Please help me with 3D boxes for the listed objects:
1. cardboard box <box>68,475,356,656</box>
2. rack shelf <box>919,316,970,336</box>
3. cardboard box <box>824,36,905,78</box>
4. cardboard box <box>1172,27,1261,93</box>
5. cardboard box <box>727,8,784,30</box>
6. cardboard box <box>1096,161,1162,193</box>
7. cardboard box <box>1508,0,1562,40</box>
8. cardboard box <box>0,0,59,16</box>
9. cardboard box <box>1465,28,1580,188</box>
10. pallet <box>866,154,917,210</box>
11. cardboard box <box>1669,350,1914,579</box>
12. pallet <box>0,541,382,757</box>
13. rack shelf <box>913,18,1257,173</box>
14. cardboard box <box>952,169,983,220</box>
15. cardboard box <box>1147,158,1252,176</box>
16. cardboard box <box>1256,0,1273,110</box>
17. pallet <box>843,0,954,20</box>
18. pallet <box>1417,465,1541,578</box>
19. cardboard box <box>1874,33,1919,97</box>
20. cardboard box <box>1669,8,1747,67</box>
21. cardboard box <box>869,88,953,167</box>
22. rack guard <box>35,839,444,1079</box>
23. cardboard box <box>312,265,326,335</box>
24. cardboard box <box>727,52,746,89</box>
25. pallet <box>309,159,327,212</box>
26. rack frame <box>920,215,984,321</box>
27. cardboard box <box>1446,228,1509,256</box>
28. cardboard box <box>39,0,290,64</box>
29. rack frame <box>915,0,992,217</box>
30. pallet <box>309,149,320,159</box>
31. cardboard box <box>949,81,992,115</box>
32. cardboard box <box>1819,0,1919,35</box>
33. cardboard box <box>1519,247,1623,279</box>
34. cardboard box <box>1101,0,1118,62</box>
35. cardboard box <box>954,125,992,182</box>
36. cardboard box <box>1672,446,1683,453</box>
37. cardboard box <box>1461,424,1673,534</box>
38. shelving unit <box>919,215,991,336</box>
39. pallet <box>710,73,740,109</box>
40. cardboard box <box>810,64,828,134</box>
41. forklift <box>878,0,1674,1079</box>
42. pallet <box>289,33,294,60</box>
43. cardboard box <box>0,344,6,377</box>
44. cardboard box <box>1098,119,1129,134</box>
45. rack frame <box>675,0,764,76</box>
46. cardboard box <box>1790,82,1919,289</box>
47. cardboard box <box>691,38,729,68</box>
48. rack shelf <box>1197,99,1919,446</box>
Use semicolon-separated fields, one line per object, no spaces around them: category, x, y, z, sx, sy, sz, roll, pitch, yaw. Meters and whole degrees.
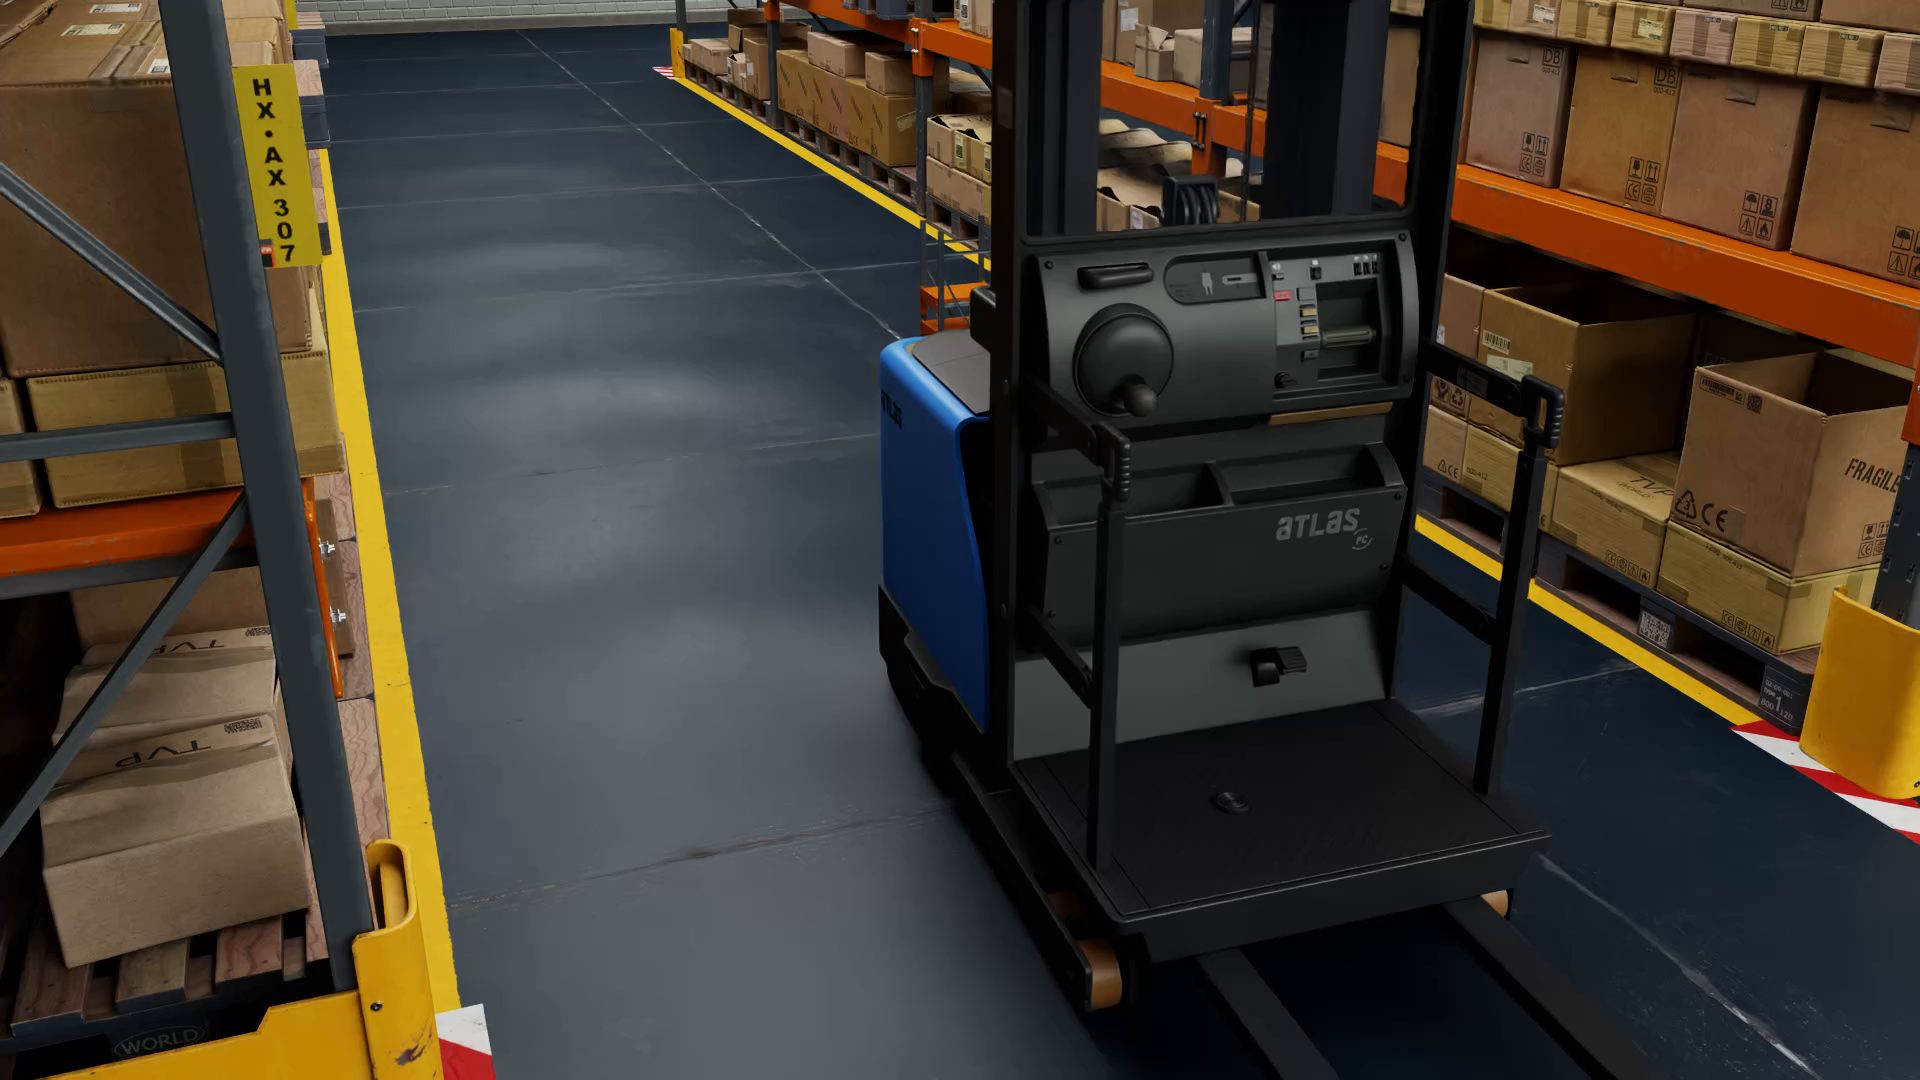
cardboard box;-2.197;0.071;4.870;0.700;0.500;0.500;-10;25;-22
rack shelf;0.005;-0.728;5.929;0.258;0.103;0.180;-8;24;-19
cardboard box;-0.755;-3.816;13.129;0.500;0.250;0.500;-9;24;-20
cardboard box;1.382;-2.372;8.208;0.500;0.250;0.500;-7;24;-16
cardboard box;-2.220;-5.515;18.125;0.500;0.500;0.500;-8;24;-19
cardboard box;0.822;-1.930;9.245;0.500;0.311;0.500;-8;24;-19
cardboard box;2.147;-1.835;5.779;0.380;0.149;0.250;-9;24;-20
cardboard box;-2.522;-1.116;4.237;0.500;0.500;0.500;-8;24;-18
cardboard box;2.307;-1.594;6.041;0.700;0.500;0.500;-8;24;-17
pallet;-0.045;-2.713;12.414;1.003;0.211;1.213;-8;24;-19
cardboard box;2.542;-0.240;4.992;0.500;0.500;0.500;-8;24;-19
pallet;-2.331;0.381;5.073;1.003;0.211;1.213;-8;24;-19
rack shelf;0.890;-2.663;9.632;1.077;0.370;4.000;-8;24;-19
cardboard box;0.272;-2.235;10.689;0.500;0.250;0.500;-9;24;-20
cardboard box;1.328;-2.008;9.428;0.500;0.311;0.500;-9;25;-21
cardboard box;1.759;-2.154;7.369;0.700;0.500;0.500;-9;24;-20
pallet;-0.121;-3.869;11.816;1.213;0.211;1.003;-8;24;-19
pallet;2.273;-0.244;6.557;1.003;0.211;1.213;-8;24;-19
cardboard box;2.697;-1.272;4.442;0.380;0.149;0.250;-9;24;-20
cardboard box;2.426;-1.552;5.105;0.380;0.149;0.250;-8;24;-18
cardboard box;-0.366;-3.080;12.347;0.500;0.500;0.500;-7;24;-17
rack guard;-1.650;0.991;3.255;1.175;0.500;0.348;-8;24;-19
cardboard box;-1.870;-0.667;4.138;0.500;0.250;0.500;-9;24;-20
cardboard box;-1.961;-4.579;16.147;0.500;0.311;0.500;-8;24;-19
pallet;-5.084;-2.495;11.897;1.003;0.211;1.213;-8;24;-19
rack frame;-0.027;-0.581;6.083;0.240;1.200;0.006;-8;24;-19
cardboard box;1.821;-0.965;6.712;0.500;0.500;0.500;-8;24;-19
cardboard box;-1.852;-1.003;3.970;0.500;0.500;0.500;-9;25;-21
rack frame;0.184;-3.721;11.217;1.000;3.000;0.127;-8;24;-19
pallet;-5.519;-2.939;12.950;1.003;0.211;1.213;-8;24;-19
cardboard box;0.100;-3.166;12.552;0.500;0.500;0.500;-9;25;-21
cardboard box;2.838;-1.649;4.501;0.700;0.500;0.500;-8;24;-19
cardboard box;2.501;-0.857;6.456;0.500;0.500;0.500;-8;24;-19
cardboard box;0.978;-2.969;9.302;0.500;0.500;0.500;-8;24;-19
cardboard box;0.287;-2.486;10.563;0.500;0.311;0.500;-9;24;-20
cardboard box;2.672;-0.329;6.168;0.500;0.250;0.500;-8;24;-19
cardboard box;2.178;-0.257;5.996;0.500;0.250;0.500;-8;24;-19
shelving unit;0.005;-0.548;6.005;0.258;1.200;0.189;-8;24;-19
pallet;-1.906;-4.583;16.853;1.003;0.211;1.213;-8;24;-19
cardboard box;-0.918;-3.641;13.679;0.500;0.500;0.500;-8;24;-18
forklift;0.688;-0.468;3.587;1.130;2.935;3.031;-7;24;-17
pallet;-3.712;-2.238;7.945;1.003;0.211;1.213;-8;24;-19
cardboard box;-1.988;-0.561;2.921;0.500;0.500;0.500;-9;24;-20
cardboard box;0.789;-2.562;10.743;0.500;0.311;0.500;-9;24;-20
rack frame;-2.642;-6.628;18.113;1.000;3.000;0.127;-8;24;-19
cardboard box;2.857;-1.032;4.707;0.700;0.500;0.500;-8;24;-19
cardboard box;-2.539;-5.146;17.570;0.500;0.250;0.500;-8;24;-19
rack shelf;2.303;-1.210;6.184;1.077;0.370;4.000;-8;24;-19
